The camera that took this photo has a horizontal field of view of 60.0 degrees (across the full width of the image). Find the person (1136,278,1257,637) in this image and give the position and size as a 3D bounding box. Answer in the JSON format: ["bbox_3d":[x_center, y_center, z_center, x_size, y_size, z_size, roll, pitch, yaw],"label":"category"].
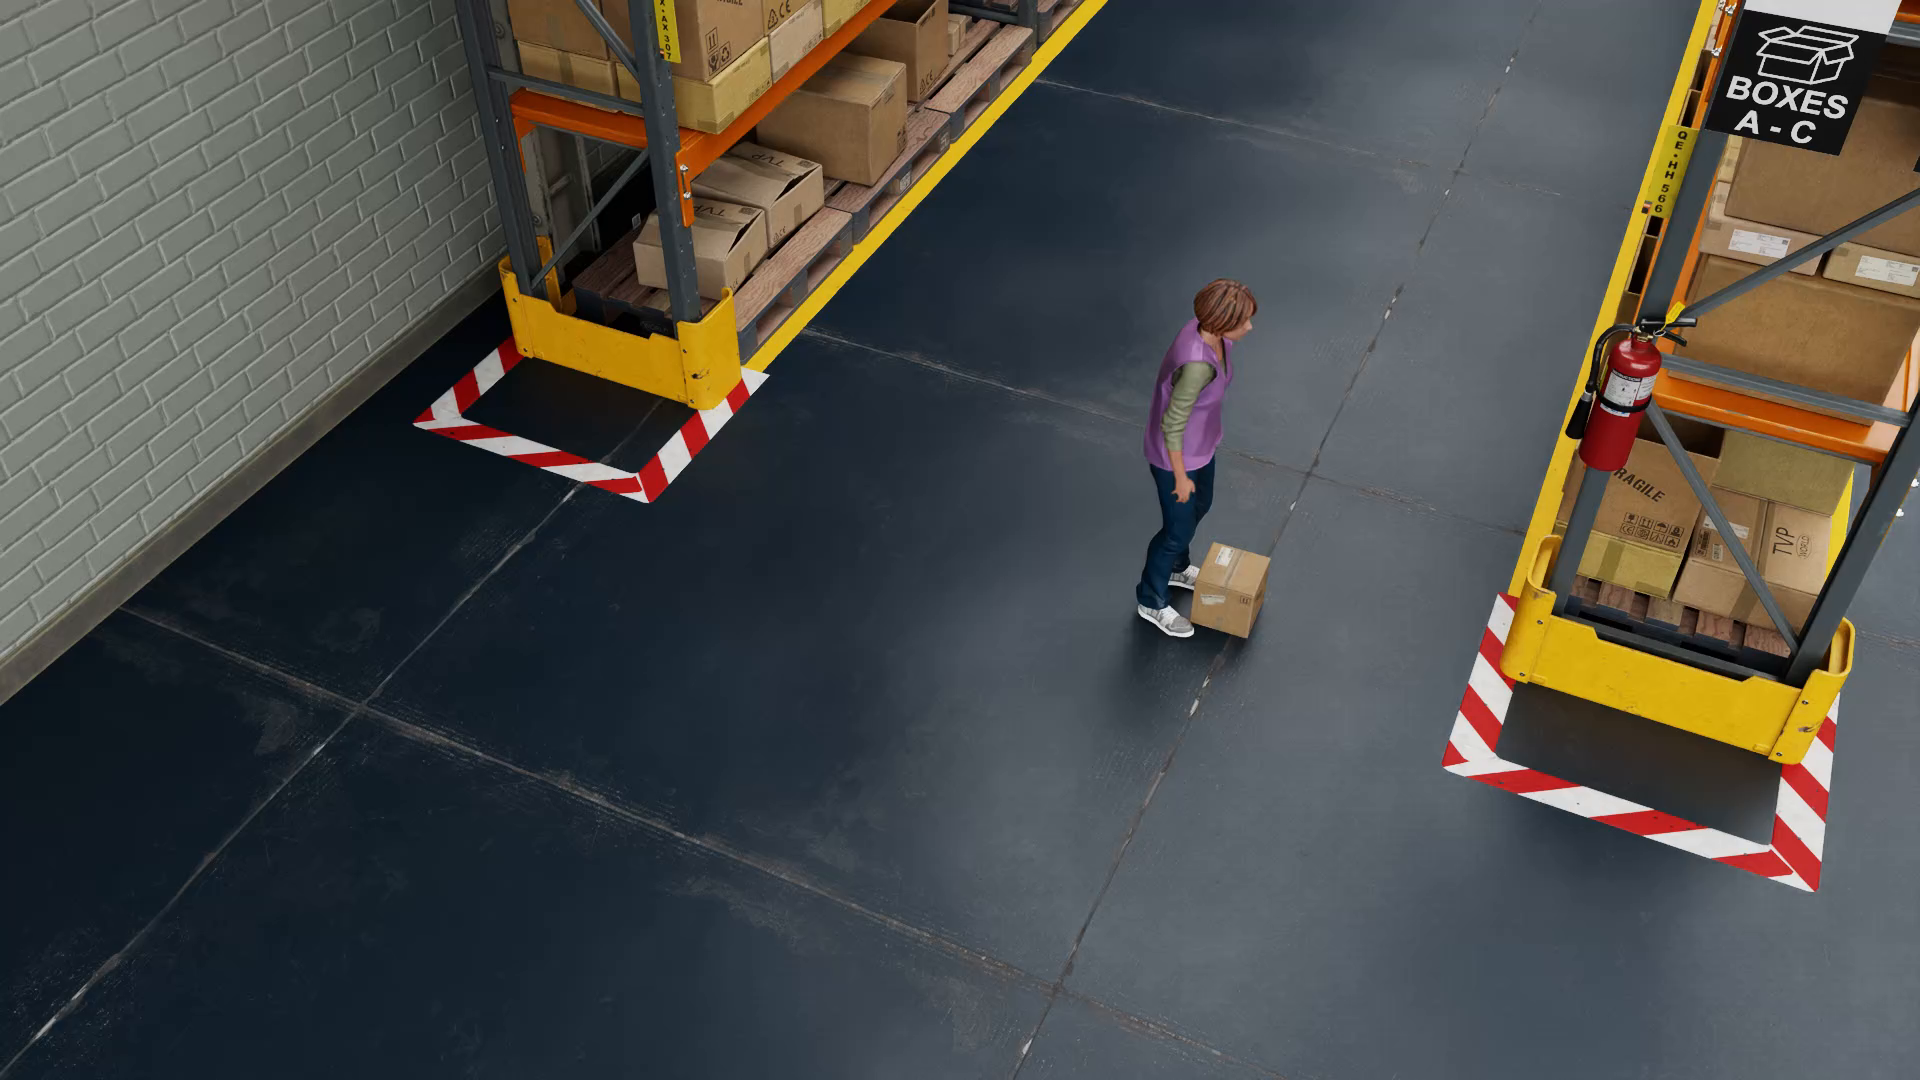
[{"bbox_3d":[0.906,-0.349,6.549,0.349,1.592,0.474,17,45,17],"label":"person"}]
